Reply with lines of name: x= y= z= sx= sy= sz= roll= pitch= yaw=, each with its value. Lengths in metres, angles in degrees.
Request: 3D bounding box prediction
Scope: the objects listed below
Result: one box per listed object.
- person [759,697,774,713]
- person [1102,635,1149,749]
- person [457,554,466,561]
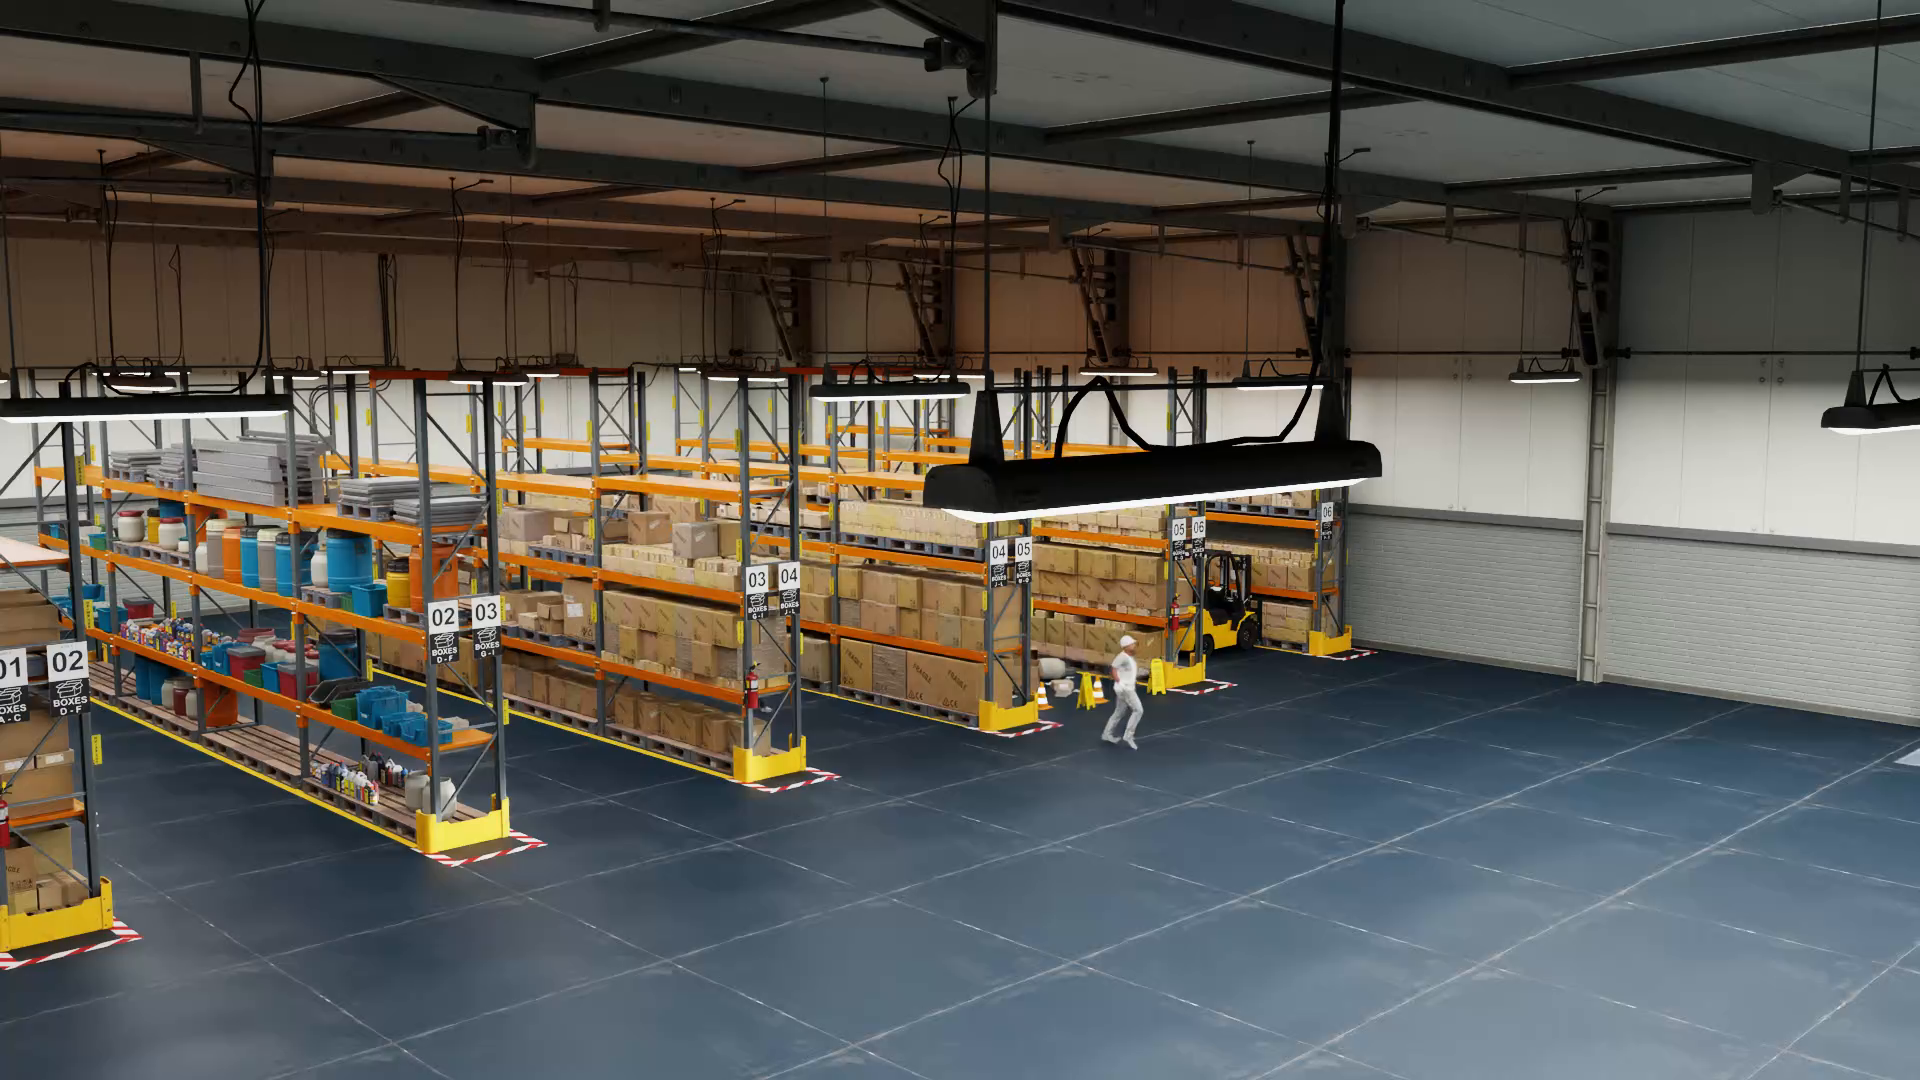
person: x=-3.607 y=2.232 z=29.338 sx=0.842 sy=1.571 sz=0.547 roll=4 pitch=8 yaw=35
person: x=2.666 y=2.441 z=26.752 sx=0.760 sy=1.832 sz=0.655 roll=0 pitch=6 yaw=4
person: x=-11.512 y=1.155 z=38.317 sx=0.726 sy=1.769 sz=0.901 roll=-2 pitch=7 yaw=-16
